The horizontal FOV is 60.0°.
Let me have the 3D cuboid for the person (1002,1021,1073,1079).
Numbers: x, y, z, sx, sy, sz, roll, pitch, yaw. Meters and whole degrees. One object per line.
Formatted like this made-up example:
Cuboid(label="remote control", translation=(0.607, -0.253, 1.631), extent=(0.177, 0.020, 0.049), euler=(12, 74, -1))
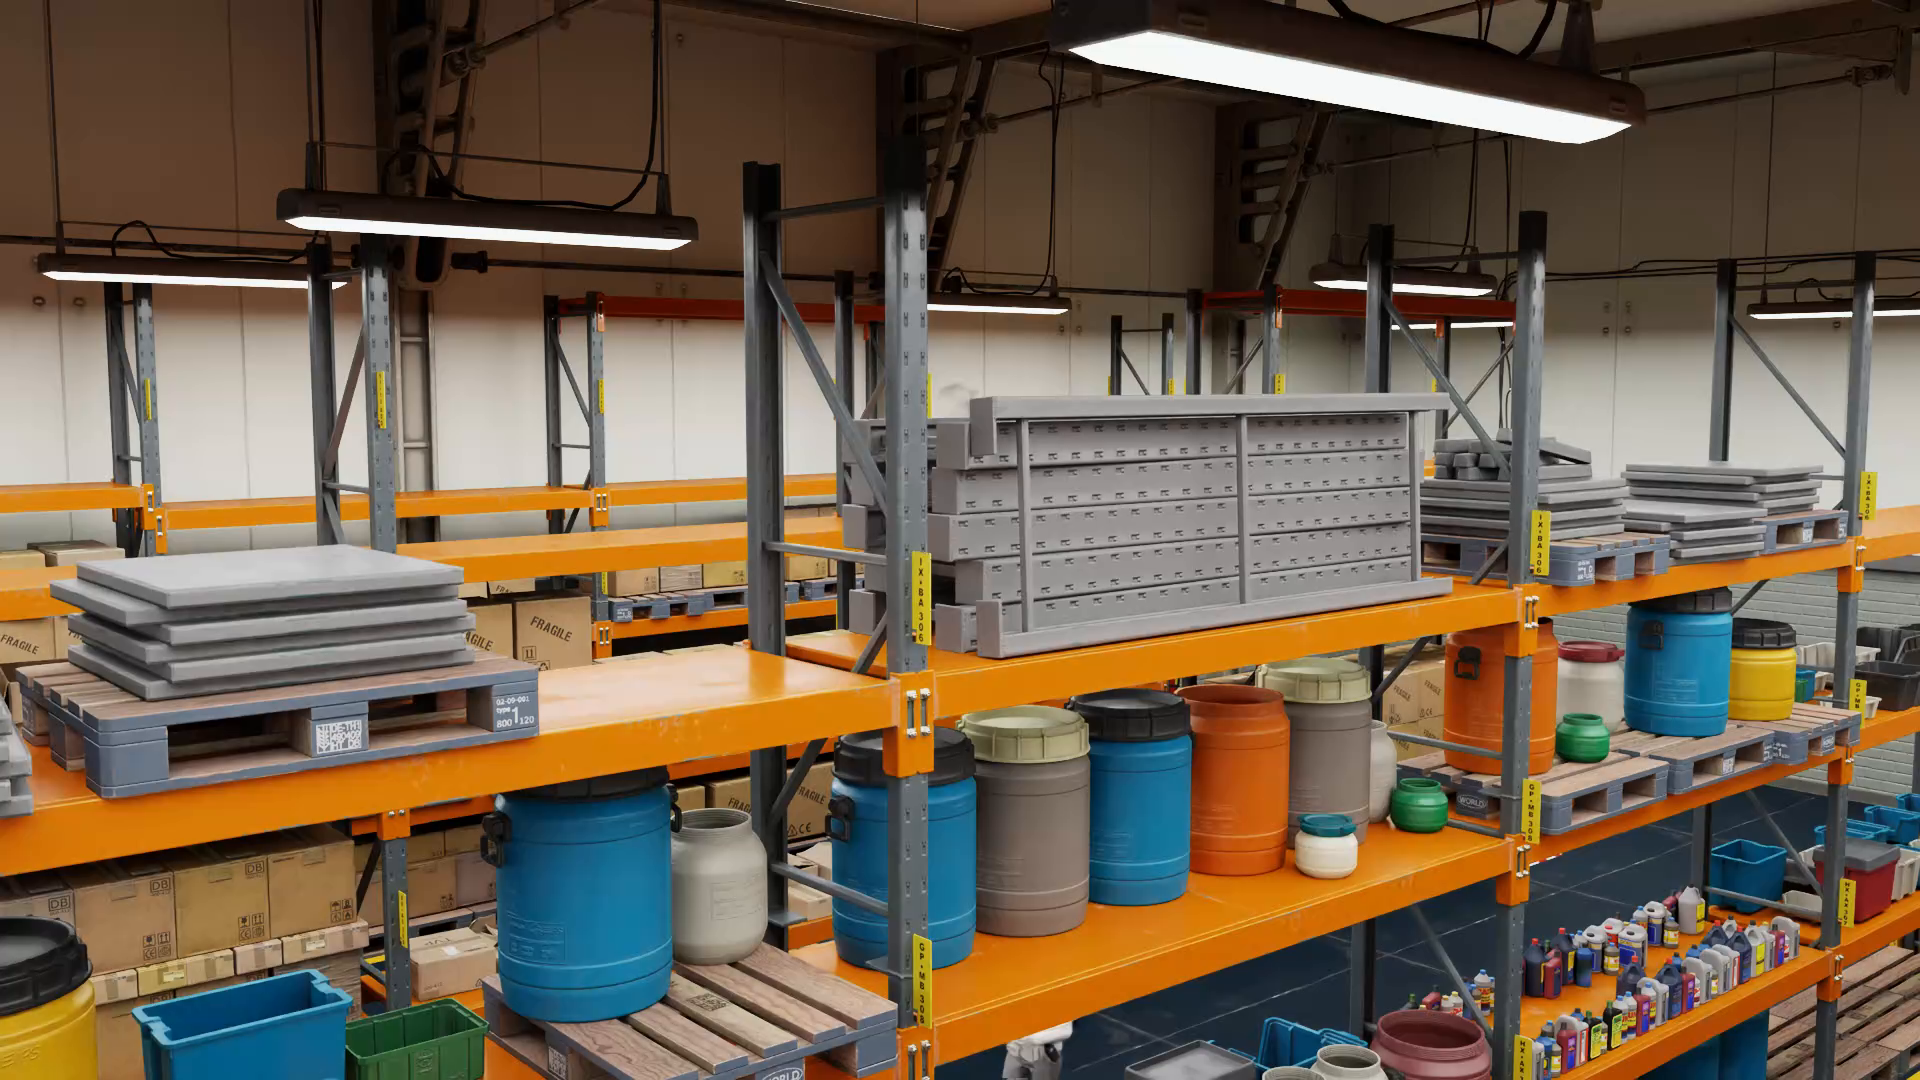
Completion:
Cuboid(label="person", translation=(0.479, 3.304, 10.610), extent=(0.616, 1.702, 0.903), euler=(5, 8, 44))
